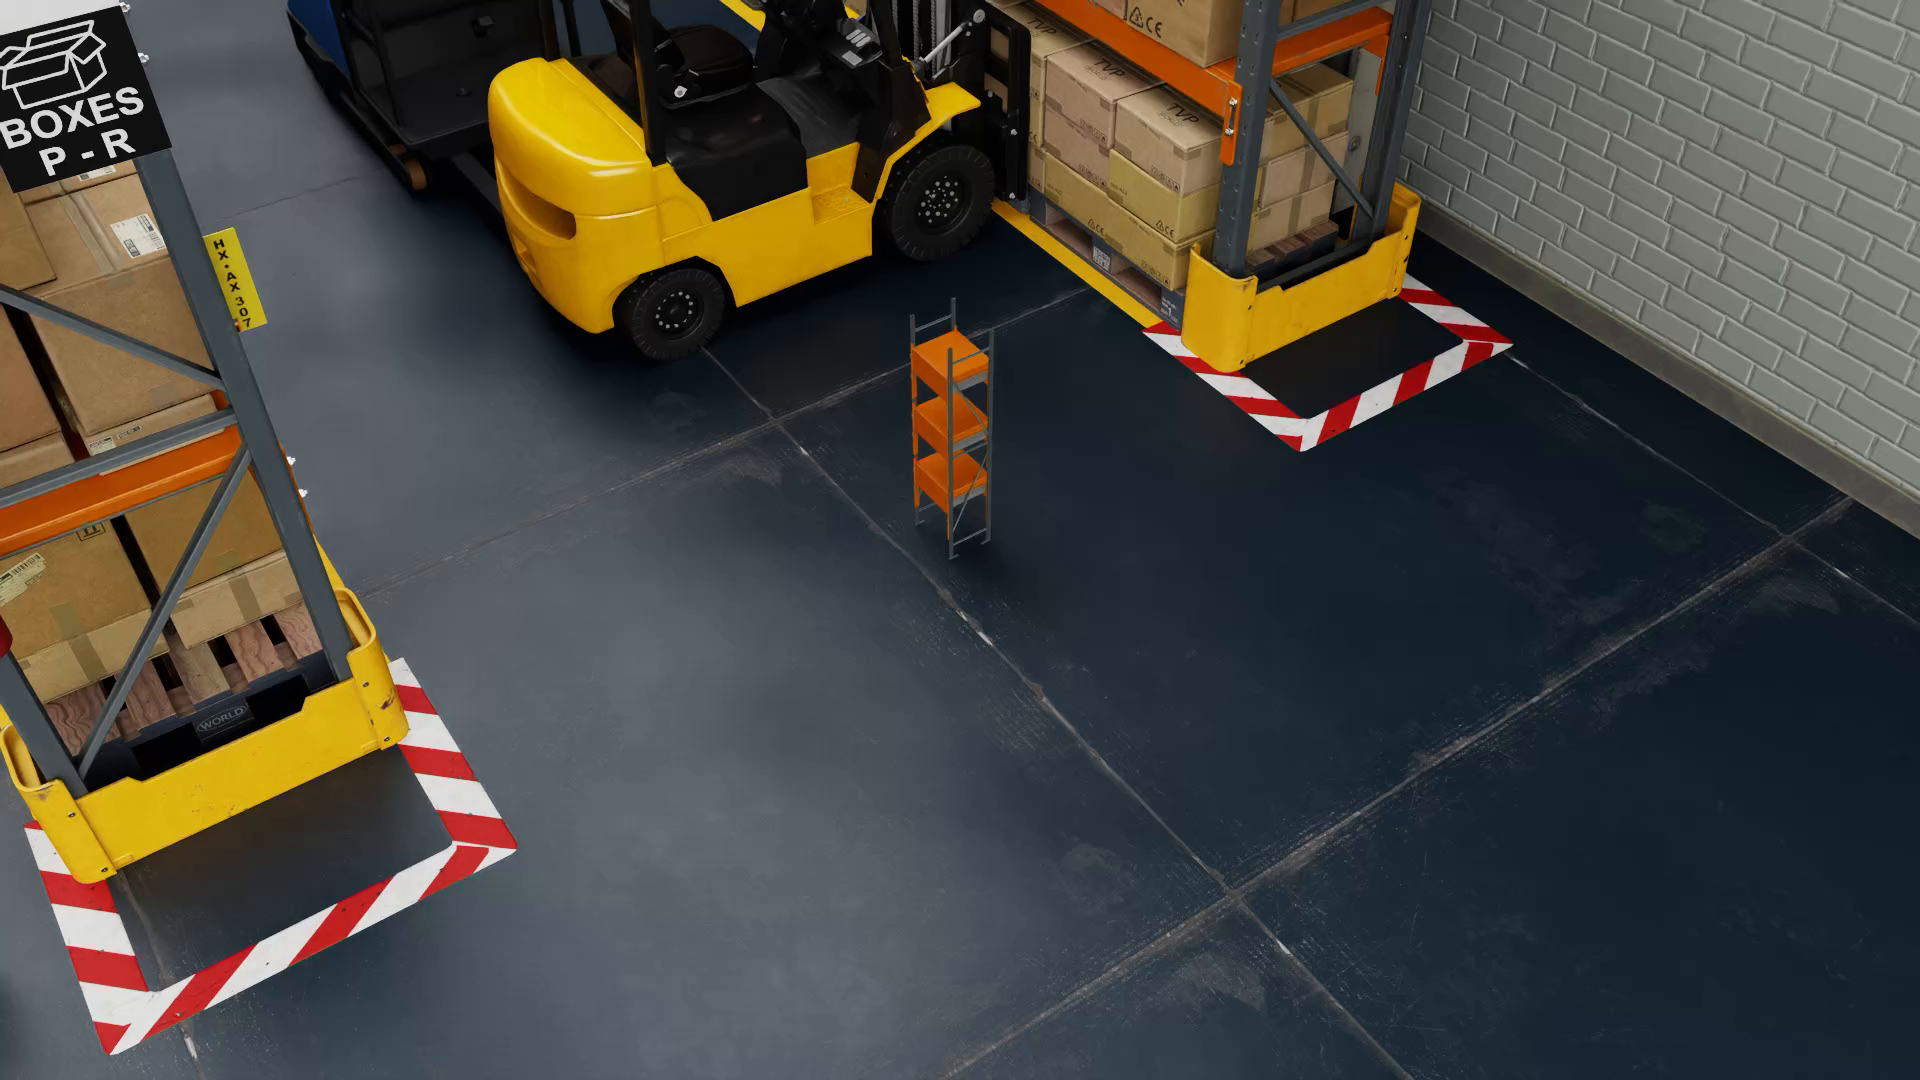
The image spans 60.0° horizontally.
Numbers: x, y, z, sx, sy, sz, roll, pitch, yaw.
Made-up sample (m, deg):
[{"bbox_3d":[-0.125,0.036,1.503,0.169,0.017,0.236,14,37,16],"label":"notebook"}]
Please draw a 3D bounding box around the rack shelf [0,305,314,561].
[{"bbox_3d":[-3.650,-1.077,6.227,1.077,0.370,4.000,-26,49,-24],"label":"rack shelf"}]

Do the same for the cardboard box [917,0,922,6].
[{"bbox_3d":[-0.128,-2.983,8.666,0.500,0.250,0.500,-24,49,-23],"label":"cardboard box"}]

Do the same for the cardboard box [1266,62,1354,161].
[{"bbox_3d":[1.443,-2.033,7.671,0.500,0.250,0.500,-26,50,-25],"label":"cardboard box"}]

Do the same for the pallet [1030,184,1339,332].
[{"bbox_3d":[1.091,-1.575,8.247,1.003,0.211,1.213,-26,49,-24],"label":"pallet"}]

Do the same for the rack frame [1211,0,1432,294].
[{"bbox_3d":[1.563,-2.167,6.848,1.000,3.000,0.127,-26,49,-24],"label":"rack frame"}]

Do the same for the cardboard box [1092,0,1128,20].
[{"bbox_3d":[0.777,-2.676,7.309,0.500,0.500,0.500,-24,49,-23],"label":"cardboard box"}]

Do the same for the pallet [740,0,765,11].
[{"bbox_3d":[-1.179,-3.826,10.605,1.003,0.211,1.213,-26,49,-24],"label":"pallet"}]

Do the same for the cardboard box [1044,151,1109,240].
[{"bbox_3d":[0.758,-1.751,8.100,0.500,0.250,0.500,-26,49,-24],"label":"cardboard box"}]

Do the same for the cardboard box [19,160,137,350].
[{"bbox_3d":[-2.849,-1.018,5.356,0.500,0.500,0.500,-24,49,-23],"label":"cardboard box"}]

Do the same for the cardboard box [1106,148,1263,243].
[{"bbox_3d":[1.028,-1.658,7.639,0.500,0.250,0.500,-26,50,-25],"label":"cardboard box"}]

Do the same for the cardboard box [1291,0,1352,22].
[{"bbox_3d":[1.507,-2.594,7.222,0.500,0.500,0.500,-24,49,-23],"label":"cardboard box"}]

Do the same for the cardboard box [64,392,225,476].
[{"bbox_3d":[-2.531,-0.388,5.166,0.380,0.149,0.250,-26,49,-24],"label":"cardboard box"}]

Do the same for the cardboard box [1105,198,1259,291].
[{"bbox_3d":[1.035,-1.466,7.801,0.500,0.250,0.500,-25,49,-24],"label":"cardboard box"}]

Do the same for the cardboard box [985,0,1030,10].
[{"bbox_3d":[0.166,-2.683,8.351,0.500,0.250,0.500,-27,50,-25],"label":"cardboard box"}]

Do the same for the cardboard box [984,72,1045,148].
[{"bbox_3d":[0.437,-2.230,8.239,0.500,0.250,0.500,-27,50,-25],"label":"cardboard box"}]

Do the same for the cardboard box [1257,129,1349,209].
[{"bbox_3d":[1.464,-1.854,7.845,0.500,0.250,0.500,-25,49,-24],"label":"cardboard box"}]

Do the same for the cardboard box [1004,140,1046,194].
[{"bbox_3d":[0.479,-2.038,8.400,0.500,0.250,0.500,-25,49,-24],"label":"cardboard box"}]

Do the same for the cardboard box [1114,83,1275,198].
[{"bbox_3d":[1.044,-1.824,7.451,0.500,0.250,0.500,-24,49,-23],"label":"cardboard box"}]

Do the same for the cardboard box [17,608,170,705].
[{"bbox_3d":[-3.203,0.273,5.979,0.500,0.250,0.500,-26,49,-25],"label":"cardboard box"}]

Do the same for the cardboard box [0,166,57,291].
[{"bbox_3d":[-2.978,-0.913,4.522,0.700,0.500,0.500,-27,50,-25],"label":"cardboard box"}]

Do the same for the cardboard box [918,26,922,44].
[{"bbox_3d":[-0.134,-2.801,8.837,0.500,0.250,0.500,-26,50,-25],"label":"cardboard box"}]

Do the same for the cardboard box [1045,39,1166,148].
[{"bbox_3d":[0.747,-2.111,7.752,0.500,0.250,0.500,-25,49,-24],"label":"cardboard box"}]

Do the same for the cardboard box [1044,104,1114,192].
[{"bbox_3d":[0.750,-1.946,7.941,0.500,0.250,0.500,-26,50,-25],"label":"cardboard box"}]

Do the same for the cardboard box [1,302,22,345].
[{"bbox_3d":[-3.325,-0.832,5.162,0.500,0.500,0.500,-26,49,-24],"label":"cardboard box"}]

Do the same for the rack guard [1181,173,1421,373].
[{"bbox_3d":[1.577,-1.250,7.697,1.175,0.500,0.348,-26,49,-24],"label":"rack guard"}]

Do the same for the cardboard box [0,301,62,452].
[{"bbox_3d":[-3.043,-0.547,4.863,0.500,0.500,0.500,-27,50,-25],"label":"cardboard box"}]

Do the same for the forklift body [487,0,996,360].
[{"bbox_3d":[-1.018,-2.214,7.511,2.313,2.155,1.214,-26,49,-24],"label":"forklift body"}]

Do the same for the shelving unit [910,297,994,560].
[{"bbox_3d":[-0.031,-0.410,6.419,0.215,1.050,0.252,-26,49,-24],"label":"shelving unit"}]

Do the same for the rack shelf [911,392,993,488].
[{"bbox_3d":[-0.031,-0.402,6.427,0.215,0.259,0.240,-26,49,-24],"label":"rack shelf"}]

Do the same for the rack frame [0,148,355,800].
[{"bbox_3d":[-2.506,-0.205,4.792,1.000,3.000,0.127,-26,49,-24],"label":"rack frame"}]

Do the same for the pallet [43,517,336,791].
[{"bbox_3d":[-2.986,0.287,6.297,1.003,0.211,1.213,-26,49,-24],"label":"pallet"}]

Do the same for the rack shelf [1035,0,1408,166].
[{"bbox_3d":[0.419,-3.040,8.283,1.077,0.370,4.000,-26,49,-24],"label":"rack shelf"}]

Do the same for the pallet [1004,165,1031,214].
[{"bbox_3d":[0.397,-2.266,8.970,1.003,0.211,1.213,-26,49,-24],"label":"pallet"}]

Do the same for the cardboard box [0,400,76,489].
[{"bbox_3d":[-2.896,-0.241,5.012,0.380,0.149,0.250,-24,49,-23],"label":"cardboard box"}]

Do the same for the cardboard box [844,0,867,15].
[{"bbox_3d":[-0.412,-3.091,9.140,0.500,0.250,0.500,-26,49,-25],"label":"cardboard box"}]

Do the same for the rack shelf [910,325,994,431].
[{"bbox_3d":[-0.031,-0.608,6.231,0.215,0.259,0.240,-26,49,-24],"label":"rack shelf"}]

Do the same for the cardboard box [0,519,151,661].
[{"bbox_3d":[-3.179,0.016,5.705,0.500,0.500,0.500,-25,49,-24],"label":"cardboard box"}]

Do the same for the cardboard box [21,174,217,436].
[{"bbox_3d":[-2.550,-0.726,5.050,0.500,0.500,0.500,-26,50,-25],"label":"cardboard box"}]

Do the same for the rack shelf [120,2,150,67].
[{"bbox_3d":[-3.650,-2.162,5.191,1.077,0.370,4.000,-26,49,-24],"label":"rack shelf"}]

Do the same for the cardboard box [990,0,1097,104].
[{"bbox_3d":[0.450,-2.393,8.047,0.500,0.250,0.500,-25,49,-24],"label":"cardboard box"}]

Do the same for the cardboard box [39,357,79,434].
[{"bbox_3d":[-2.687,-0.525,5.310,0.380,0.149,0.250,-25,49,-24],"label":"cardboard box"}]

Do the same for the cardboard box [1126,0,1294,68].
[{"bbox_3d":[1.066,-2.379,6.997,0.500,0.500,0.500,-27,50,-25],"label":"cardboard box"}]

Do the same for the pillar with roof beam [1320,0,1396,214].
[{"bbox_3d":[-1.627,-3.387,3.781,9.100,9.000,0.400,-26,49,-24],"label":"pillar with roof beam"}]

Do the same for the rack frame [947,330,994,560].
[{"bbox_3d":[0.039,-0.341,6.347,0.200,1.050,0.008,-26,49,-24],"label":"rack frame"}]

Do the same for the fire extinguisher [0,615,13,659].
[{"bbox_3d":[-2.819,0.070,4.560,0.296,0.674,0.183,-26,49,-24],"label":"fire extinguisher"}]

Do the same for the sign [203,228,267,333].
[{"bbox_3d":[-2.061,-0.732,4.718,0.100,0.325,0.005,-26,49,-24],"label":"sign"}]

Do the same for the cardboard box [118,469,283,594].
[{"bbox_3d":[-2.755,-0.212,5.944,0.500,0.500,0.500,-27,50,-26],"label":"cardboard box"}]

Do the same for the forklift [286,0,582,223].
[{"bbox_3d":[-2.583,-3.252,8.034,1.130,2.935,3.031,-26,49,-25],"label":"forklift"}]

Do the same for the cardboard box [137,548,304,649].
[{"bbox_3d":[-2.741,0.072,6.189,0.500,0.250,0.500,-26,49,-25],"label":"cardboard box"}]

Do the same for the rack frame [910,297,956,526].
[{"bbox_3d":[-0.100,-0.479,6.492,0.200,1.050,0.008,-26,49,-24],"label":"rack frame"}]

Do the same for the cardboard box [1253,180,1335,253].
[{"bbox_3d":[1.442,-1.680,8.025,0.500,0.250,0.500,-26,49,-24],"label":"cardboard box"}]

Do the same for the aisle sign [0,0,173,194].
[{"bbox_3d":[-2.217,-1.232,3.986,0.394,0.787,0.004,-26,49,-24],"label":"aisle sign"}]

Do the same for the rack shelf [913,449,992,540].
[{"bbox_3d":[-0.031,-0.201,6.618,0.215,0.259,0.240,-26,49,-24],"label":"rack shelf"}]

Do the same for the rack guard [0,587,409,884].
[{"bbox_3d":[-2.550,0.657,5.700,1.175,0.500,0.348,-26,49,-24],"label":"rack guard"}]

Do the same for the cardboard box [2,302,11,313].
[{"bbox_3d":[-3.464,-0.829,5.628,0.380,0.149,0.250,-25,49,-24],"label":"cardboard box"}]
